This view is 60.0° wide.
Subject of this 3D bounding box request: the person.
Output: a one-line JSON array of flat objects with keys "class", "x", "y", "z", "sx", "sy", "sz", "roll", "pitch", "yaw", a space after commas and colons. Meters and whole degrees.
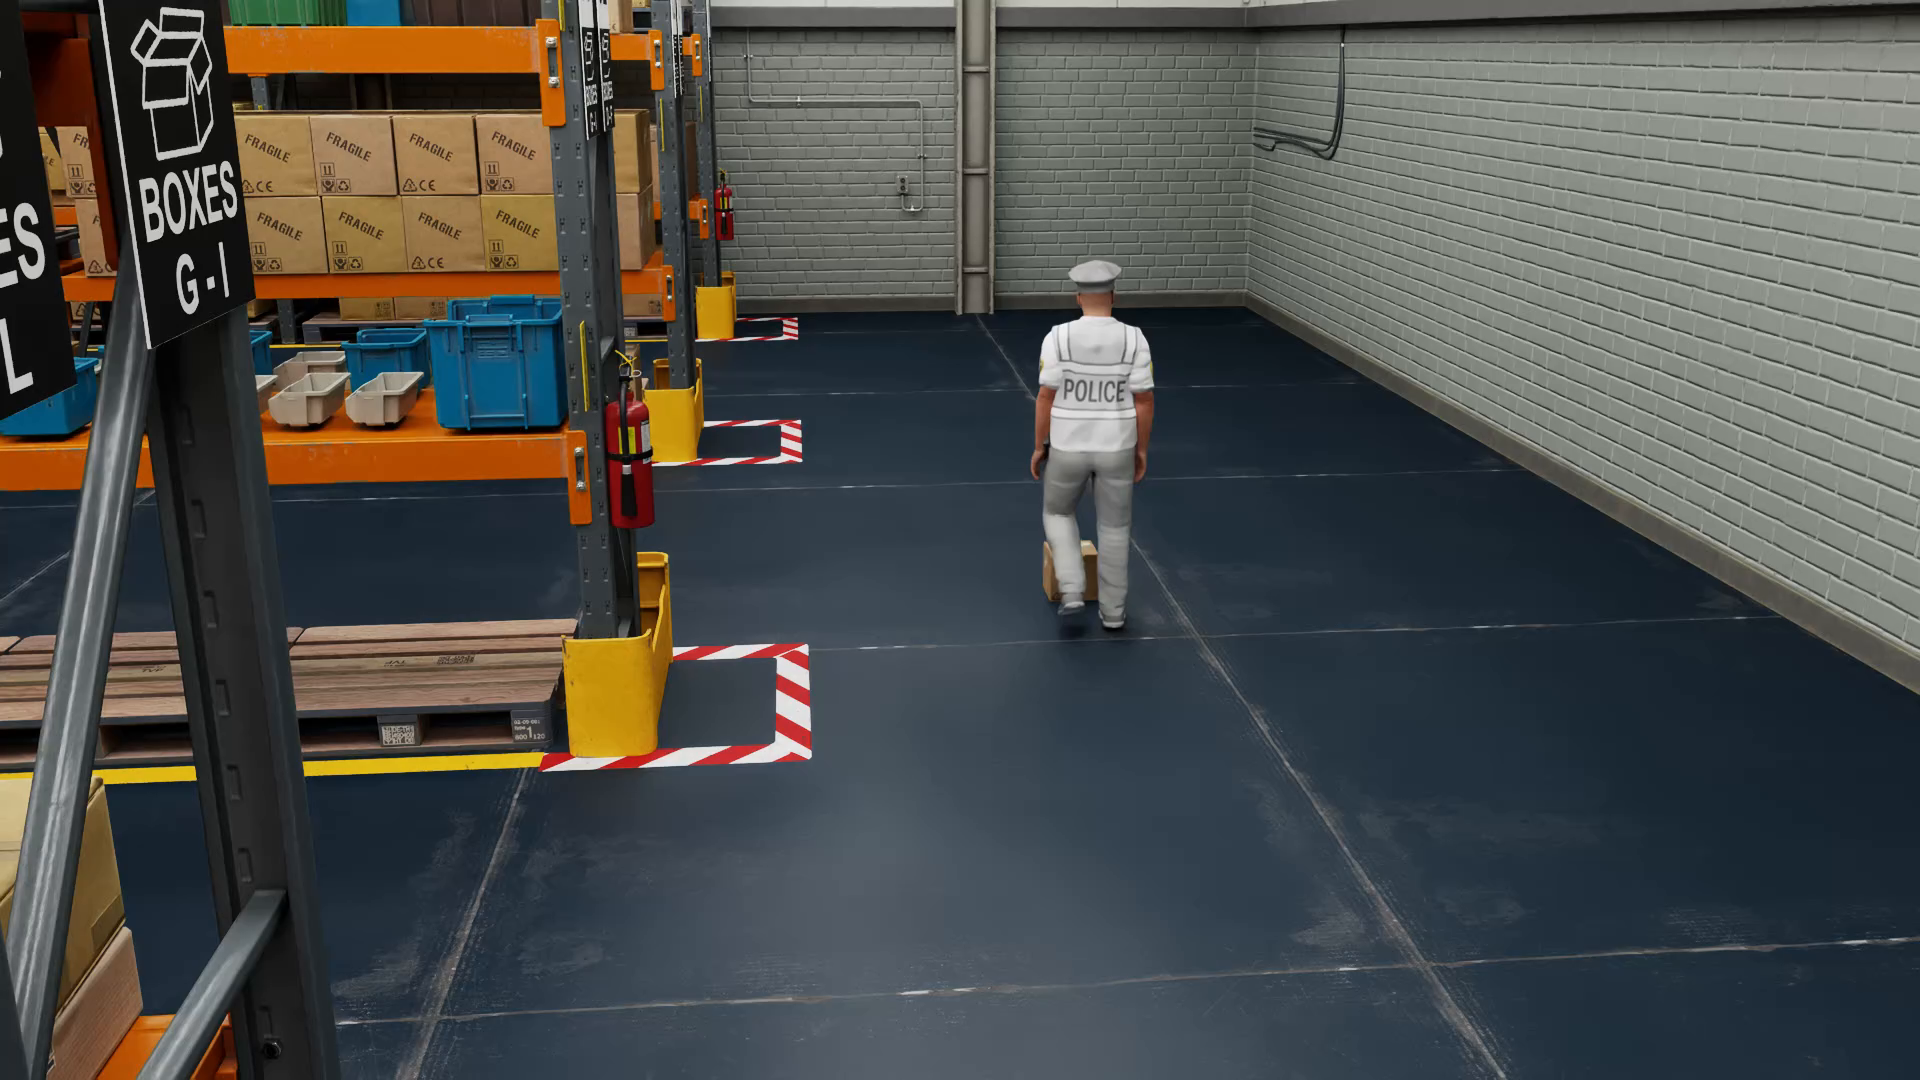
[{"class": "person", "x": 0.625, "y": -0.438, "z": 7.928, "sx": 0.572, "sy": 1.767, "sz": 0.418, "roll": 0, "pitch": 17, "yaw": 0}]
